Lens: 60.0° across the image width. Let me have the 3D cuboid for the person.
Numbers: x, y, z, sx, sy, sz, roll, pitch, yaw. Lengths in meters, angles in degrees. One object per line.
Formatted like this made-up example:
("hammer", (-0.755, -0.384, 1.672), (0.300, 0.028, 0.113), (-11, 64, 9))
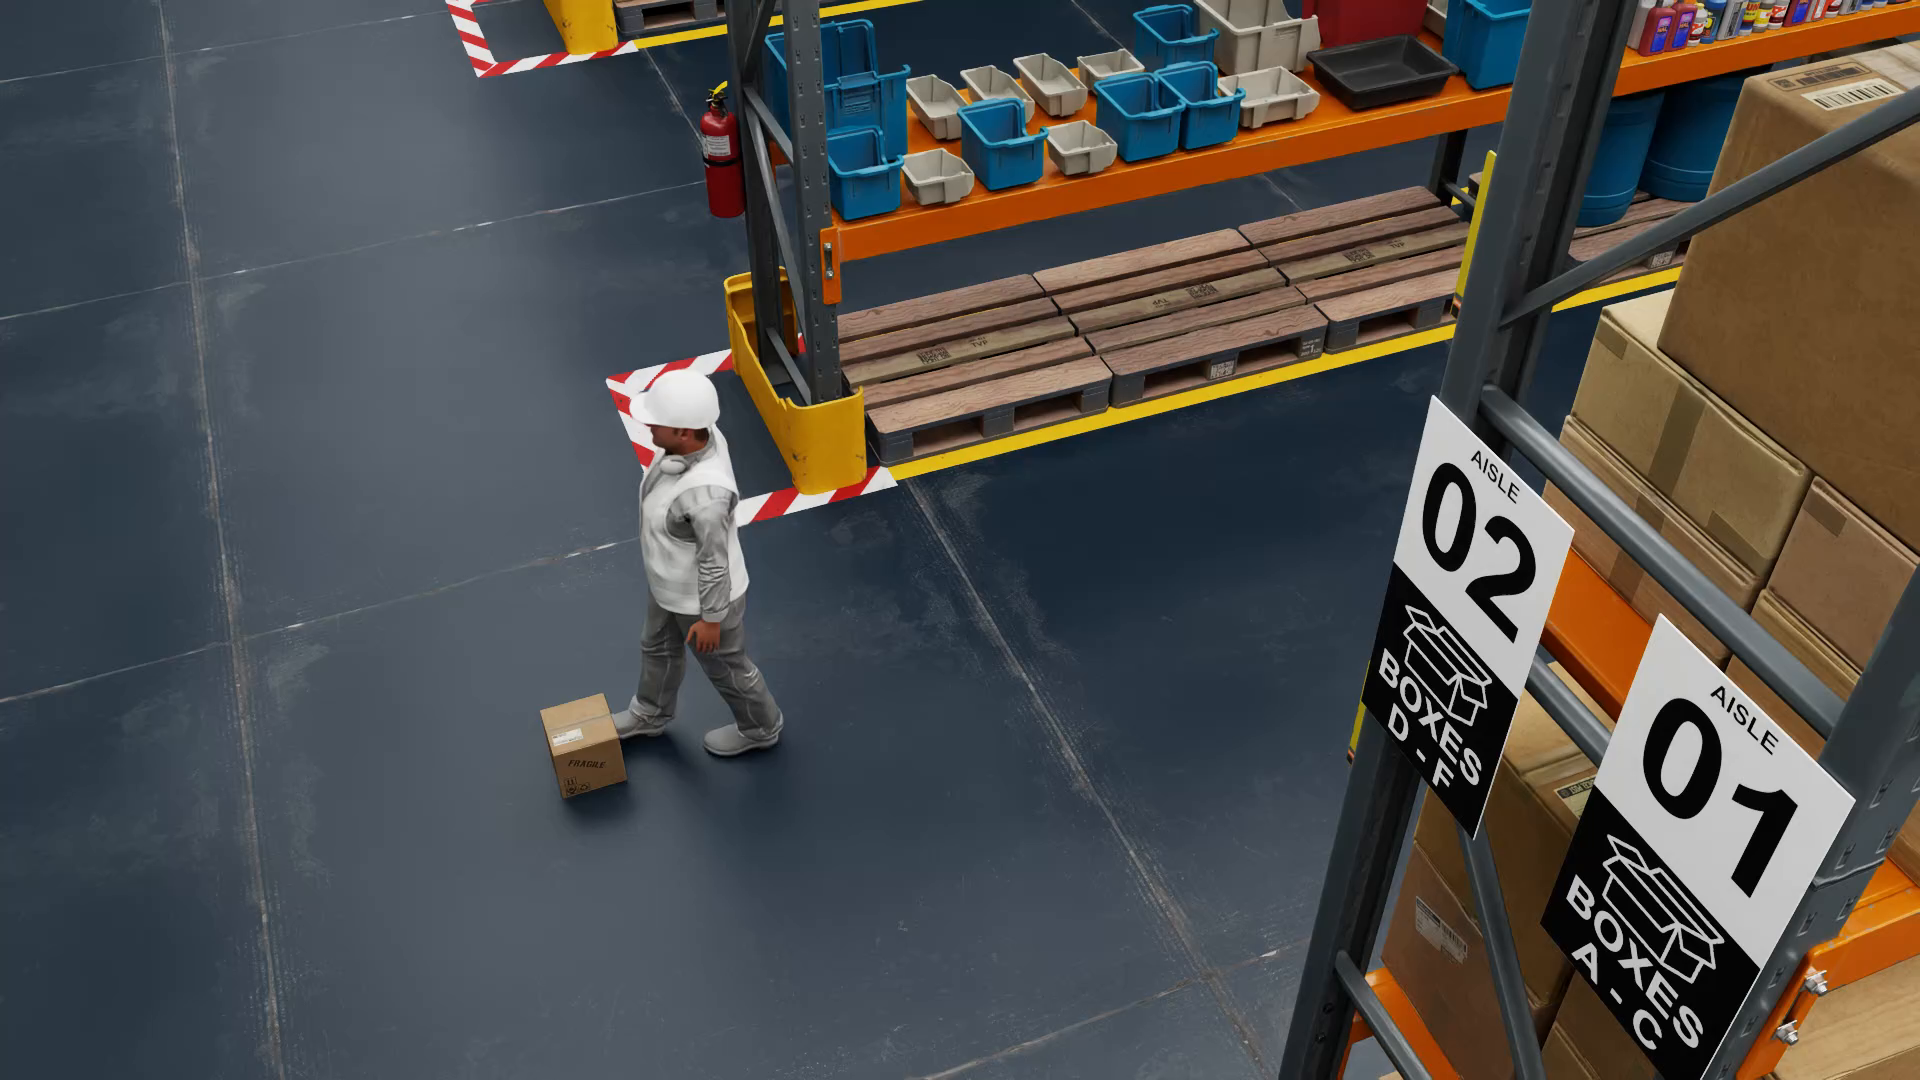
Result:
("person", (-1.061, 0.154, 5.959), (0.735, 1.759, 0.556), (-12, 43, -13))
